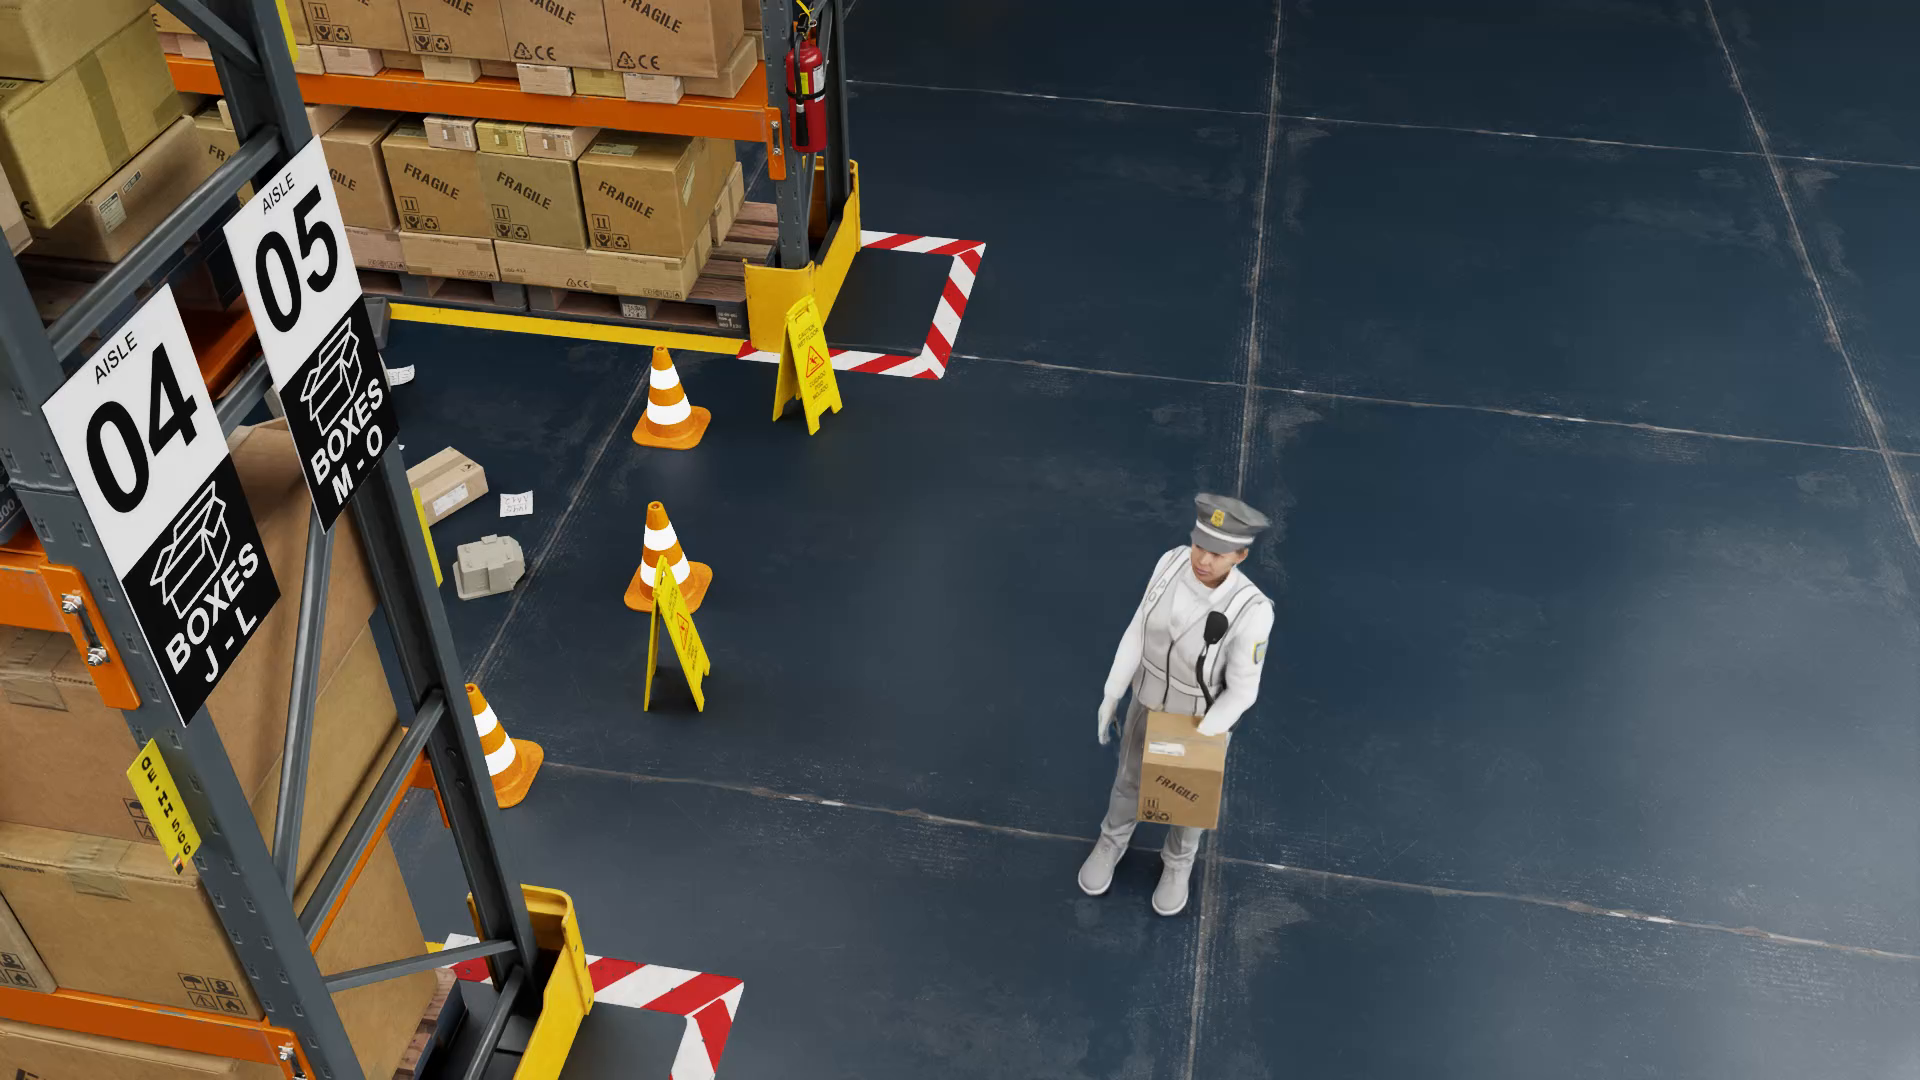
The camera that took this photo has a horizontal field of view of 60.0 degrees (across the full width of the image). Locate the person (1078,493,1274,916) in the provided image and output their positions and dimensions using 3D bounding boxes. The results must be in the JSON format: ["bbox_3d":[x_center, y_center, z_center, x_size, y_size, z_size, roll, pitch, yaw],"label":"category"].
[{"bbox_3d":[0.707,0.554,5.479,0.437,1.699,0.512,30,49,30],"label":"person"}]
